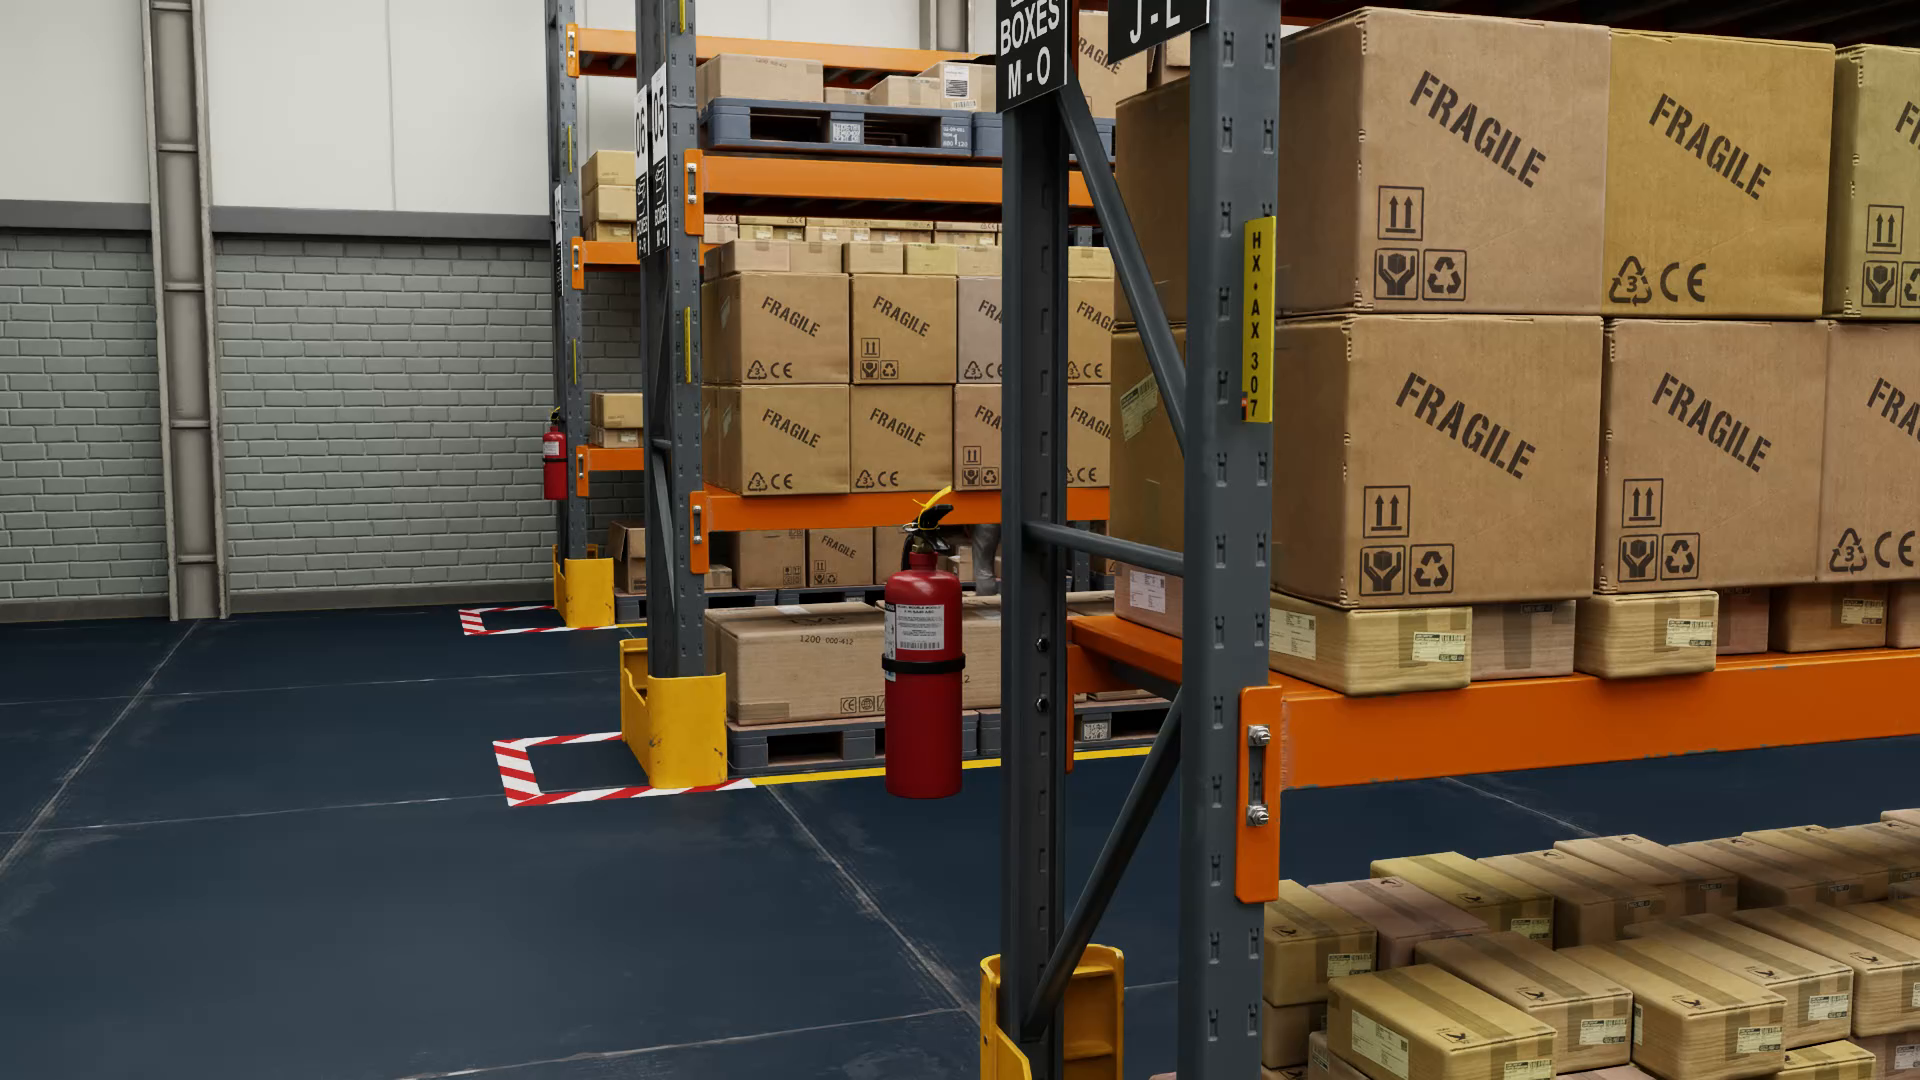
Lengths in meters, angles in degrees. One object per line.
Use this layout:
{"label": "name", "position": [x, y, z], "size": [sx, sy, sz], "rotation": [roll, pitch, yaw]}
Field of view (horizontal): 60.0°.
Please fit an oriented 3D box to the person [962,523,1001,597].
{"label": "person", "position": [0.272, -0.192, 11.663], "size": [0.565, 1.764, 0.376], "rotation": [-2, 6, -17]}
